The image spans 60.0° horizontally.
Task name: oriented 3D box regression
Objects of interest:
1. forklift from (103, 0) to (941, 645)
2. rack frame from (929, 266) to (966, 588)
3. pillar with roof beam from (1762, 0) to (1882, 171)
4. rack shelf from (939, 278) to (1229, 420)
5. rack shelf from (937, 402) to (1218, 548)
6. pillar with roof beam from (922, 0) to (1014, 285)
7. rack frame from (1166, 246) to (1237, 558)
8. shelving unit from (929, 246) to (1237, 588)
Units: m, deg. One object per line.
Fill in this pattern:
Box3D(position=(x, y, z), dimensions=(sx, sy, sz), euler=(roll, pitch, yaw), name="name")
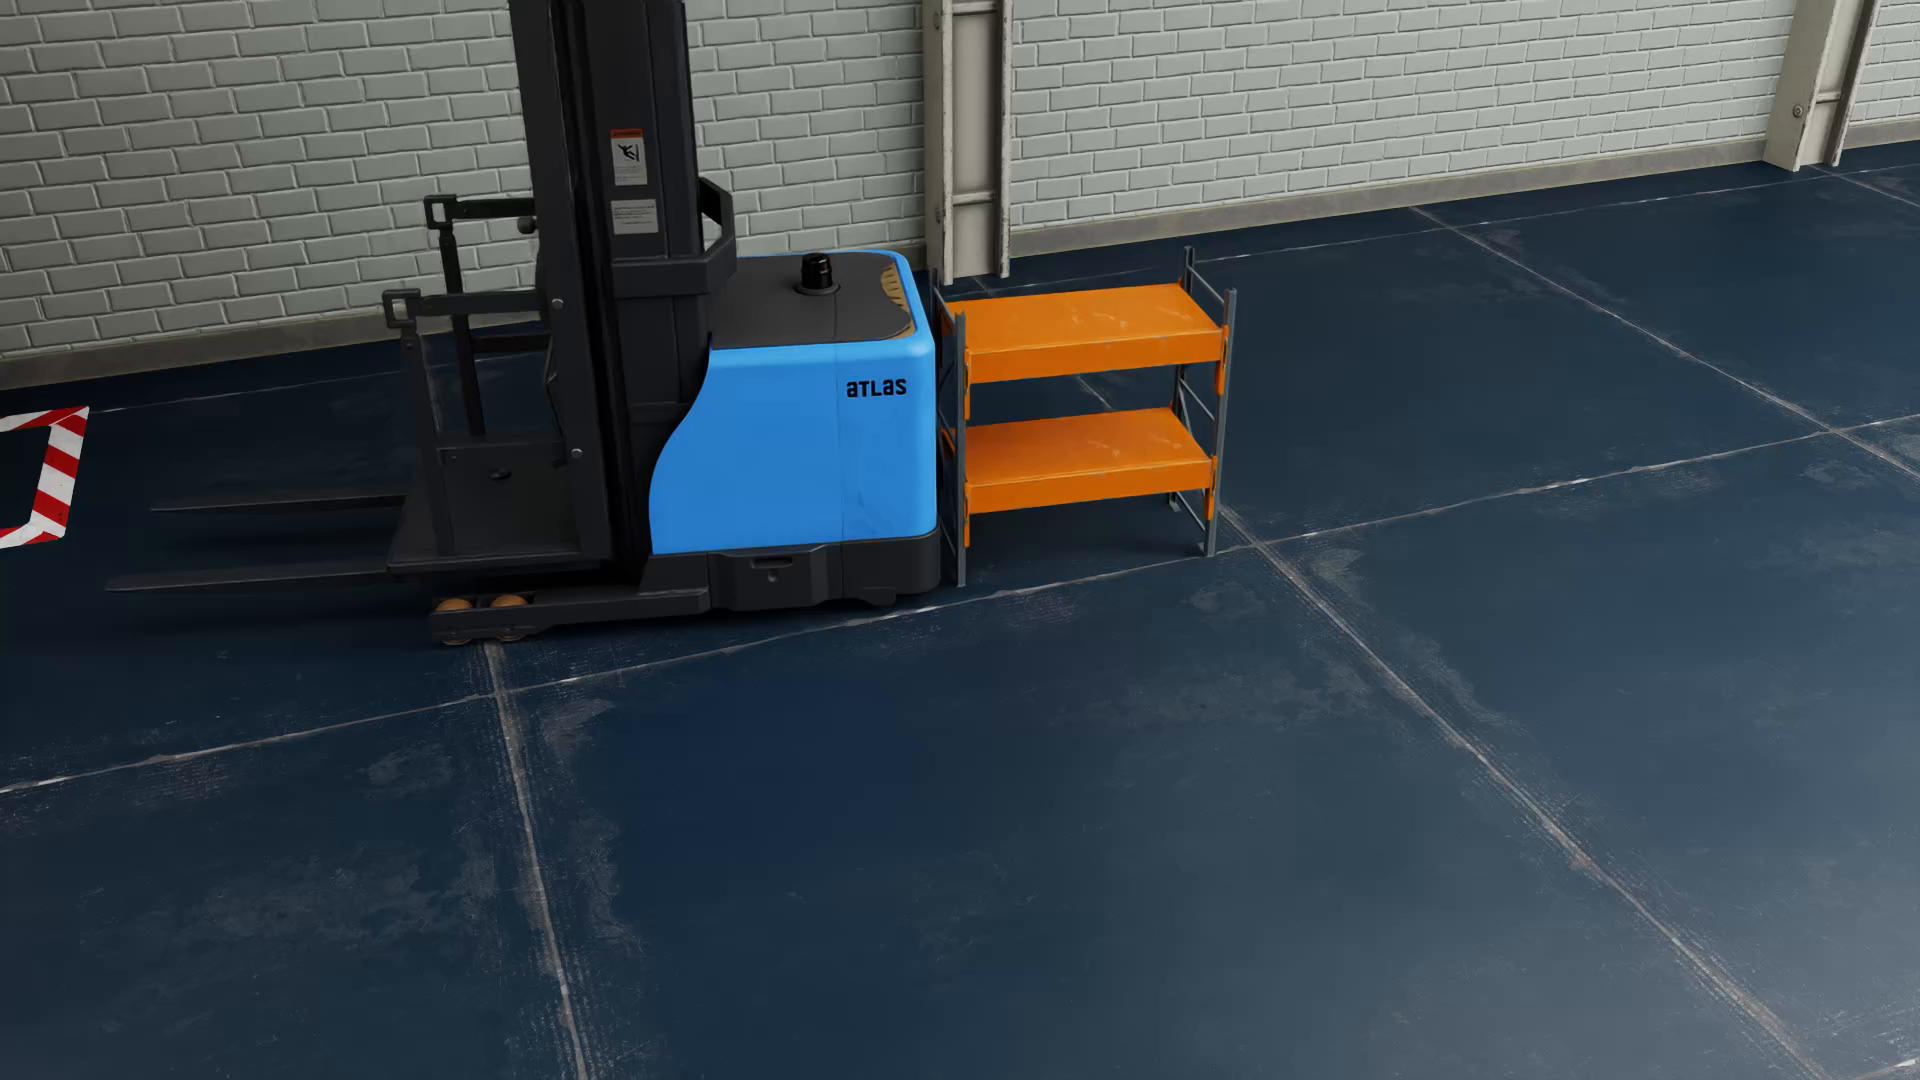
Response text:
Box3D(position=(-1.634, -1.169, 5.841), dimensions=(3.031, 2.935, 1.130), euler=(-4, 30, -7), name="forklift")
Box3D(position=(-0.049, -0.427, 6.362), dimensions=(0.032, 1.125, 0.500), euler=(-6, 30, -11), name="rack frame")
Box3D(position=(7.165, -4.466, 5.499), dimensions=(0.400, 9.000, 9.100), euler=(-10, 31, -18), name="pillar with roof beam")
Box3D(position=(0.447, -0.737, 6.315), dimensions=(1.000, 0.278, 0.538), euler=(-6, 30, -11), name="rack shelf")
Box3D(position=(0.447, -0.270, 6.581), dimensions=(1.000, 0.278, 0.538), euler=(-6, 30, -11), name="rack shelf")
Box3D(position=(1.541, -3.430, 3.681), dimensions=(0.400, 9.000, 9.100), euler=(-10, 31, -18), name="pillar with roof beam")
Box3D(position=(0.943, -0.538, 6.558), dimensions=(0.032, 1.125, 0.500), euler=(-6, 30, -11), name="rack frame")
Box3D(position=(0.447, -0.482, 6.460), dimensions=(1.048, 1.125, 0.538), euler=(-6, 30, -11), name="shelving unit")
